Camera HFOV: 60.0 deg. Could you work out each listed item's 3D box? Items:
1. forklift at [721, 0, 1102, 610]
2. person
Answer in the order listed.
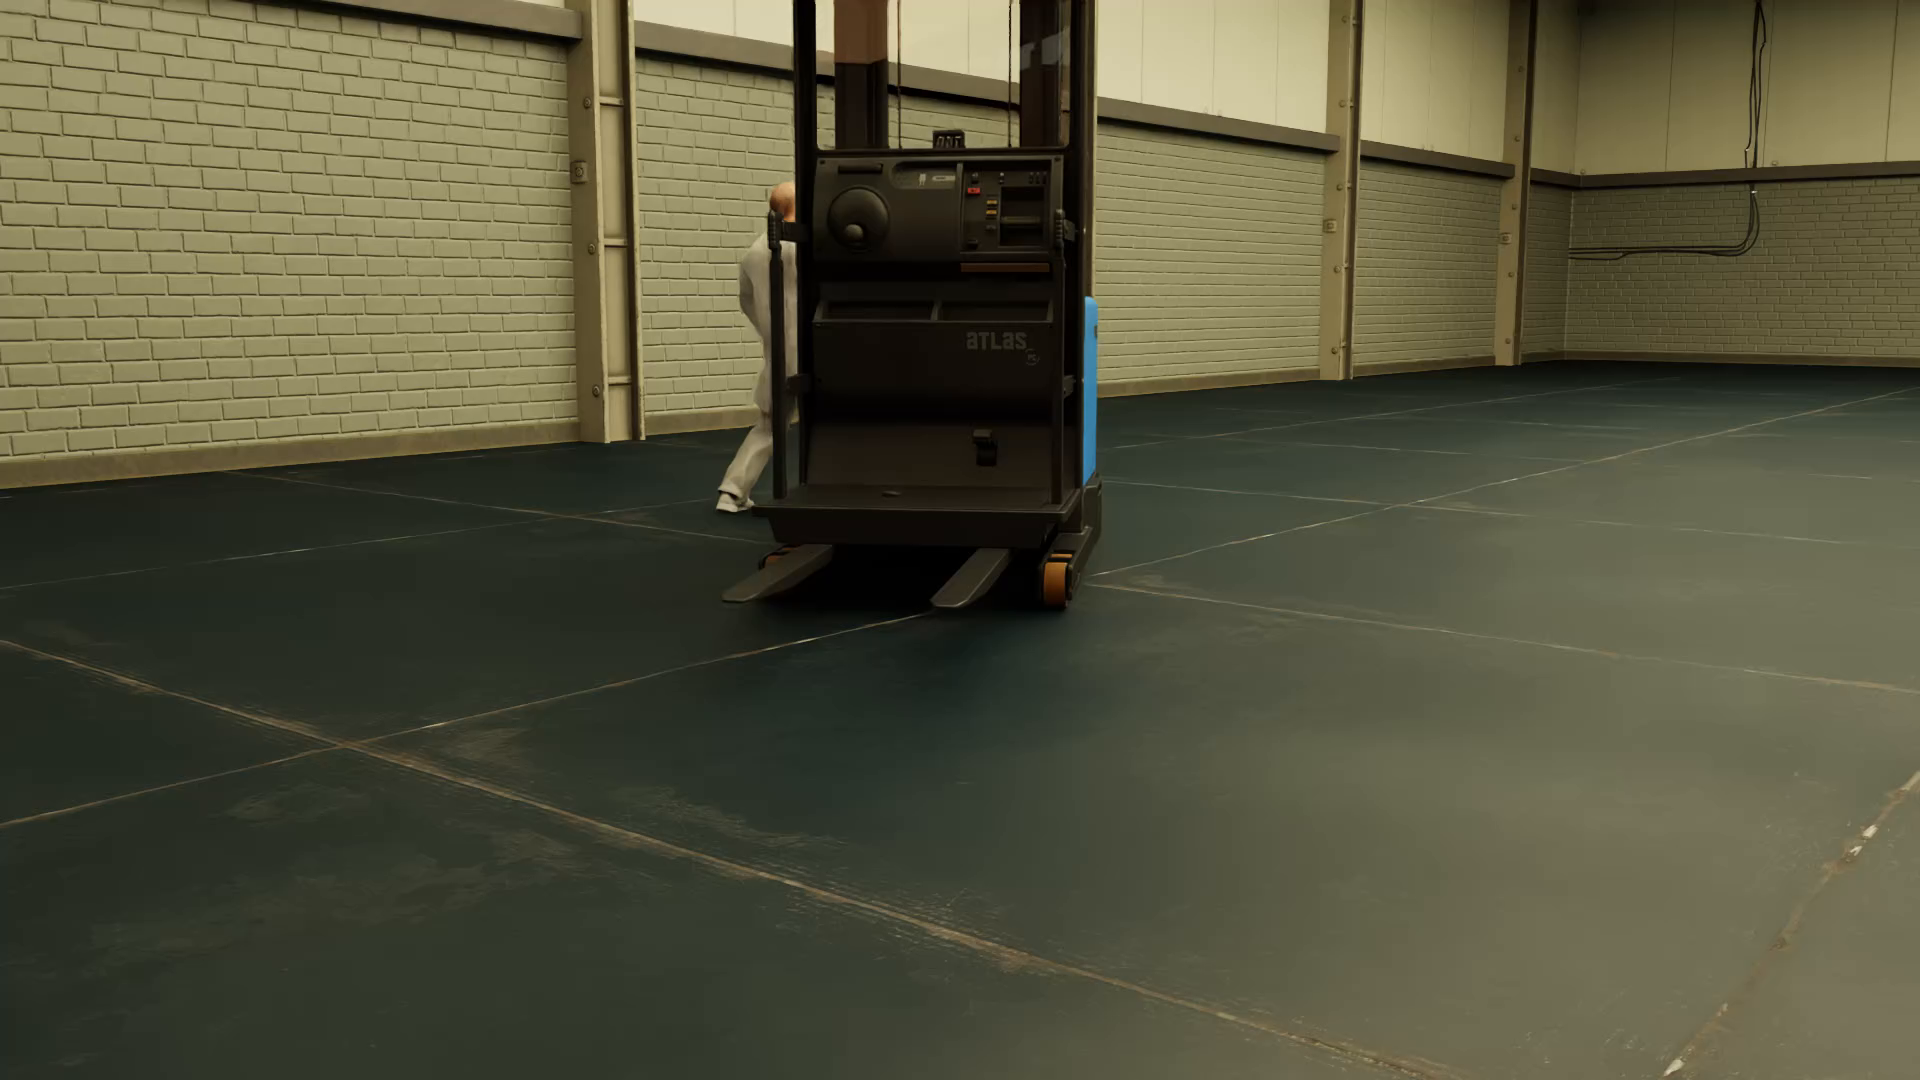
[{"bbox_3d":[-0.113,-1.268,5.948,1.130,2.935,3.031,1,8,9],"label":"forklift"},{"bbox_3d":[-0.813,-0.929,8.224,0.714,1.645,1.003,-7,11,-38],"label":"person"}]
